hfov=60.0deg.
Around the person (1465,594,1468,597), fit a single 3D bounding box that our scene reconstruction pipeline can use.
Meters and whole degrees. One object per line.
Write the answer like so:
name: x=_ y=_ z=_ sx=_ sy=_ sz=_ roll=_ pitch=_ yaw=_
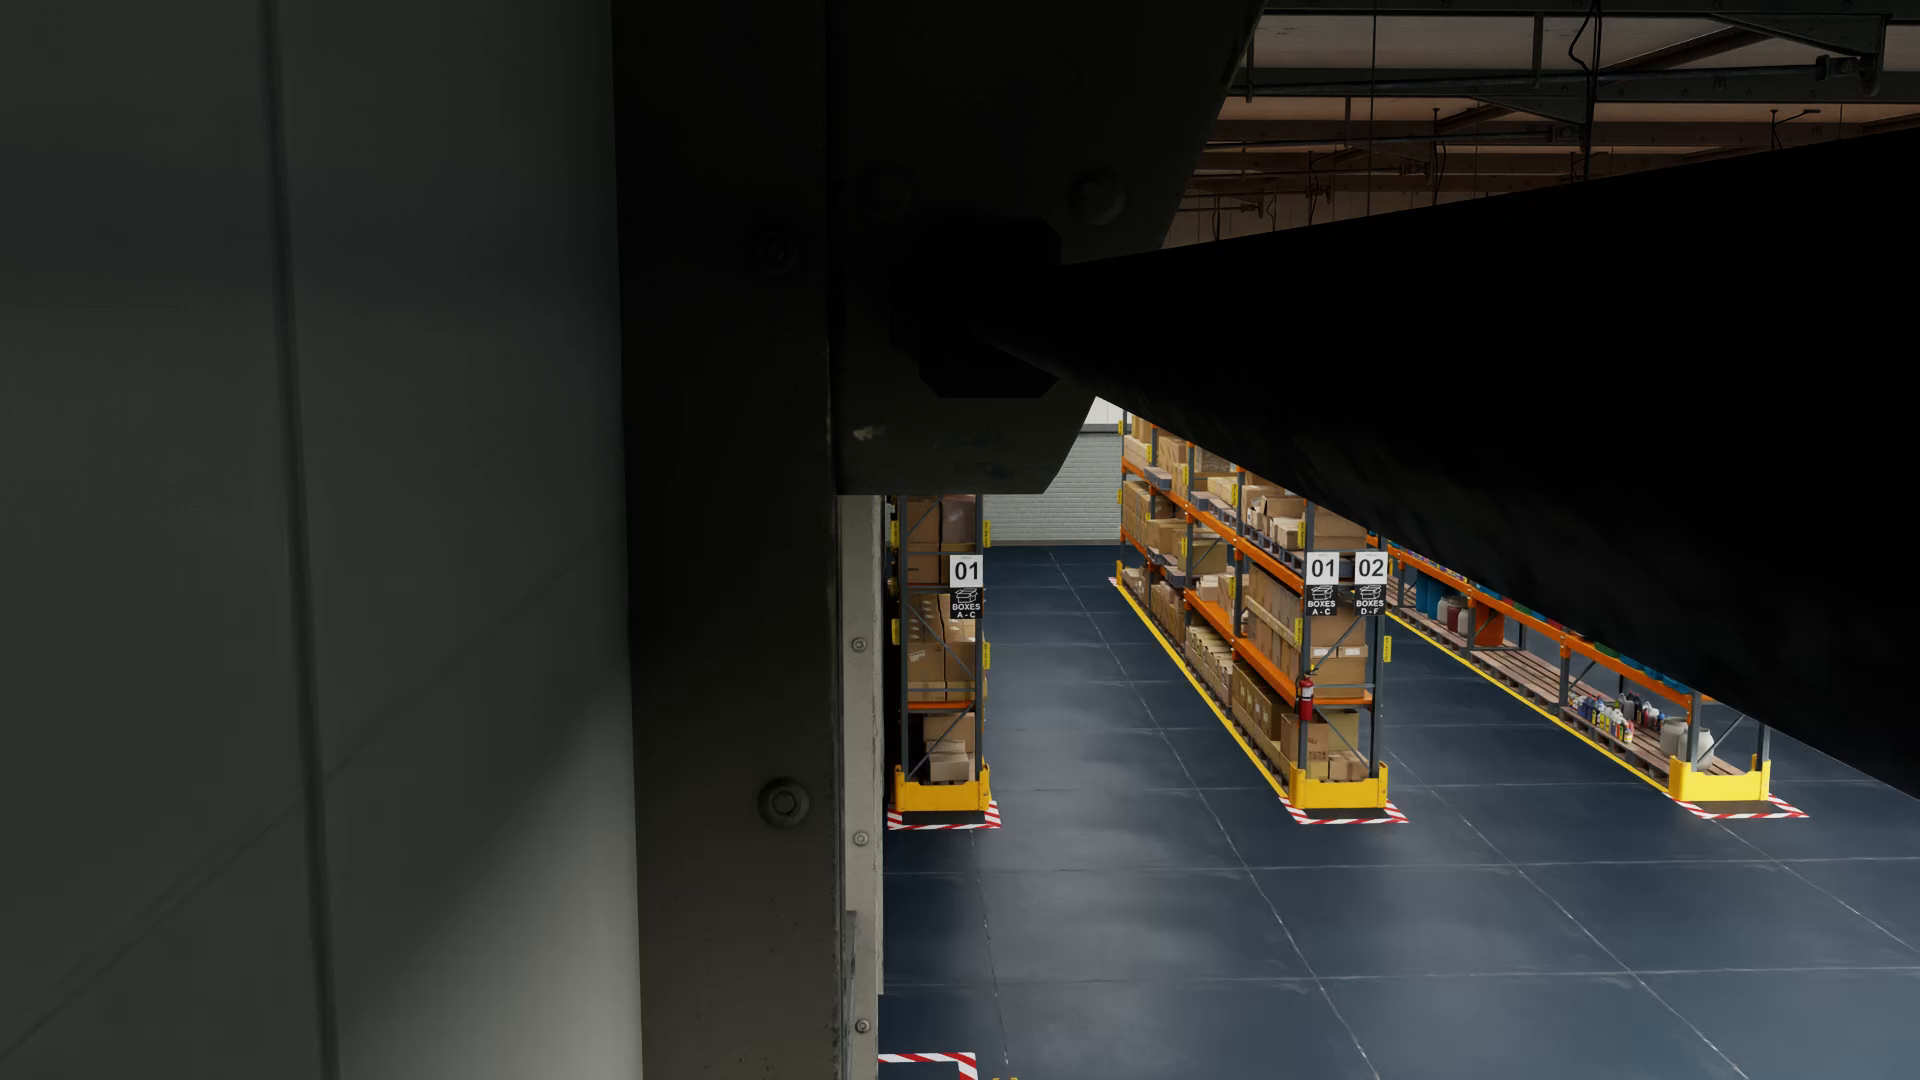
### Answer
person: x=10.347 y=0.484 z=34.105 sx=0.455 sy=1.614 sz=1.081 roll=-5 pitch=10 yaw=-28
